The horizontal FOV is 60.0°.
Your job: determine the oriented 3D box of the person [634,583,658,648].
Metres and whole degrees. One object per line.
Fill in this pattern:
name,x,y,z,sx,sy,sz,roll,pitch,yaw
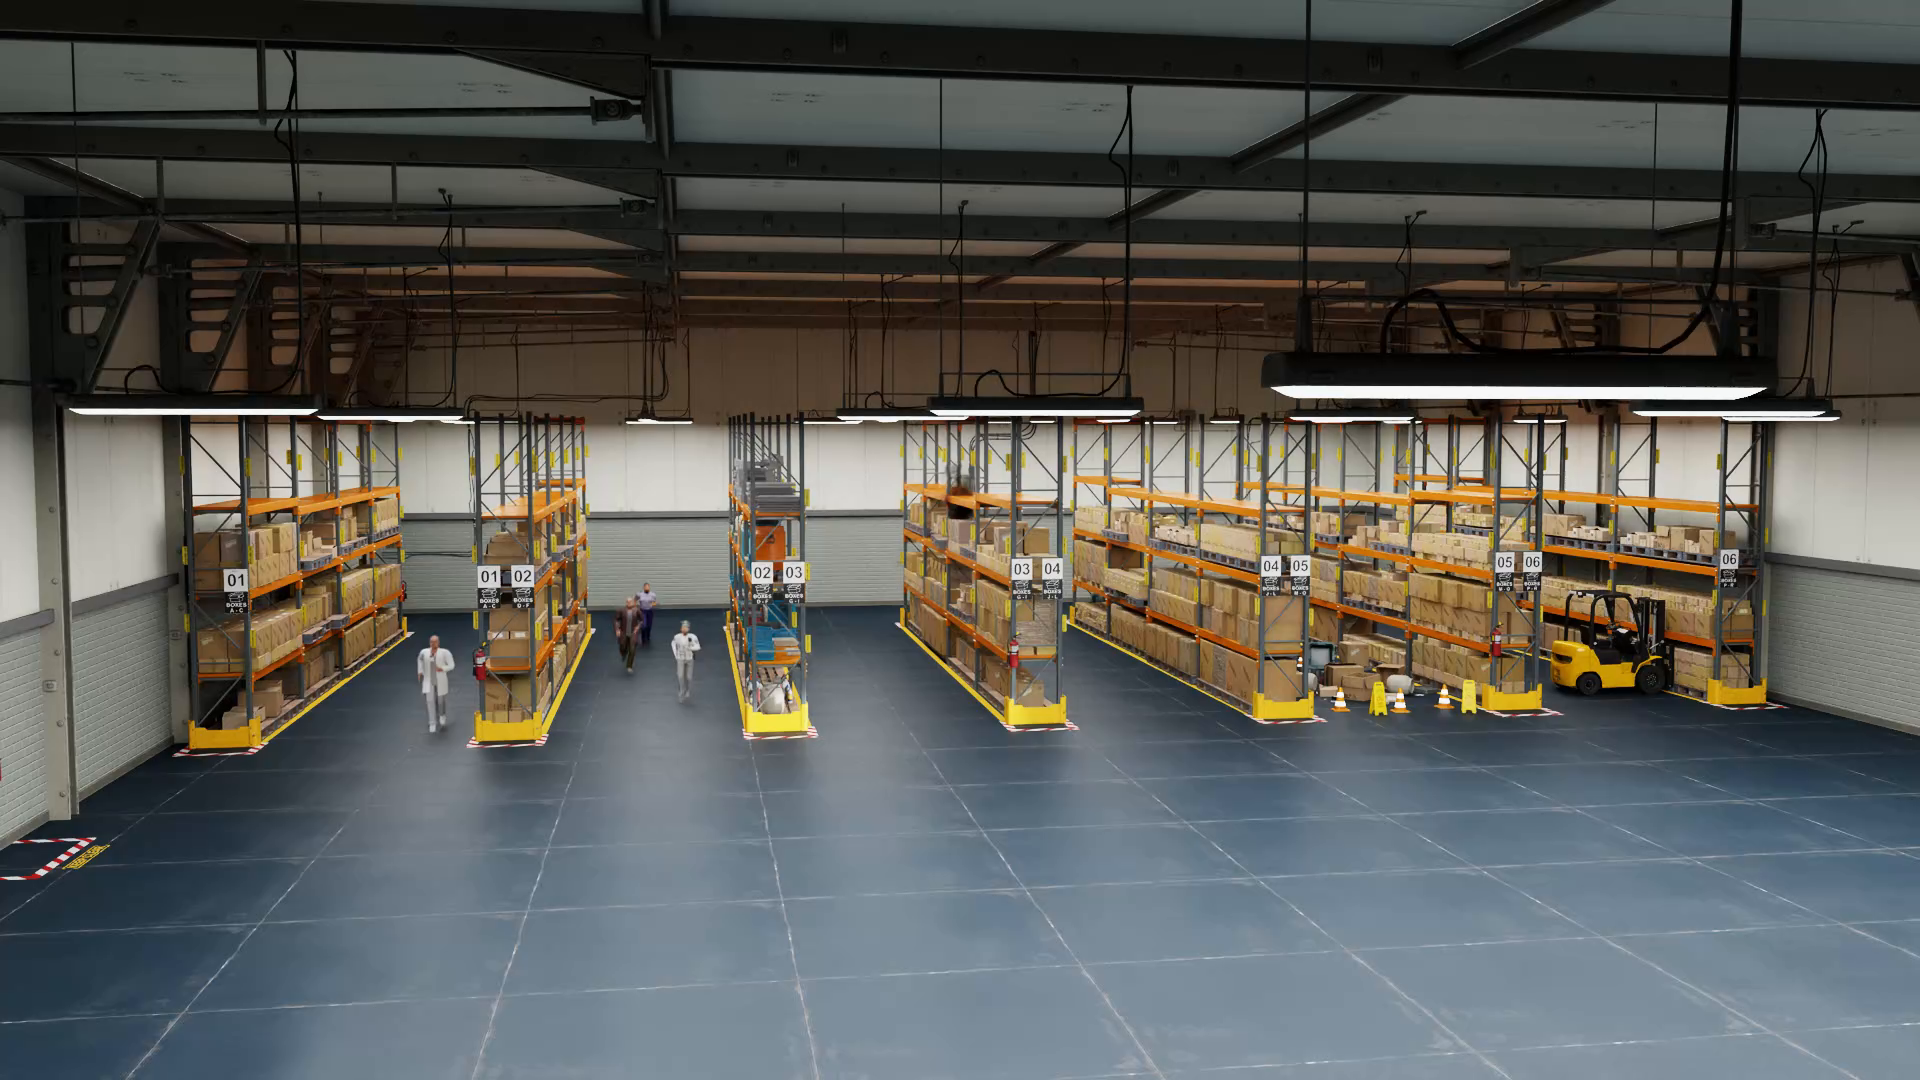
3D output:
person,-8.179,2.002,43.373,0.570,1.625,0.822,-2,4,-23

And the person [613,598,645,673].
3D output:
person,-7.777,2.219,39.099,0.740,1.726,0.722,-1,4,-9

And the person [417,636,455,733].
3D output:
person,-9.867,2.769,31.290,0.717,1.558,1.024,-1,4,-8

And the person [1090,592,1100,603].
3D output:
person,4.134,1.560,49.829,0.717,1.576,0.536,-2,4,-21

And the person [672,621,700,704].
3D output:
person,-5.717,2.538,34.717,0.596,1.748,0.747,-1,4,-8
